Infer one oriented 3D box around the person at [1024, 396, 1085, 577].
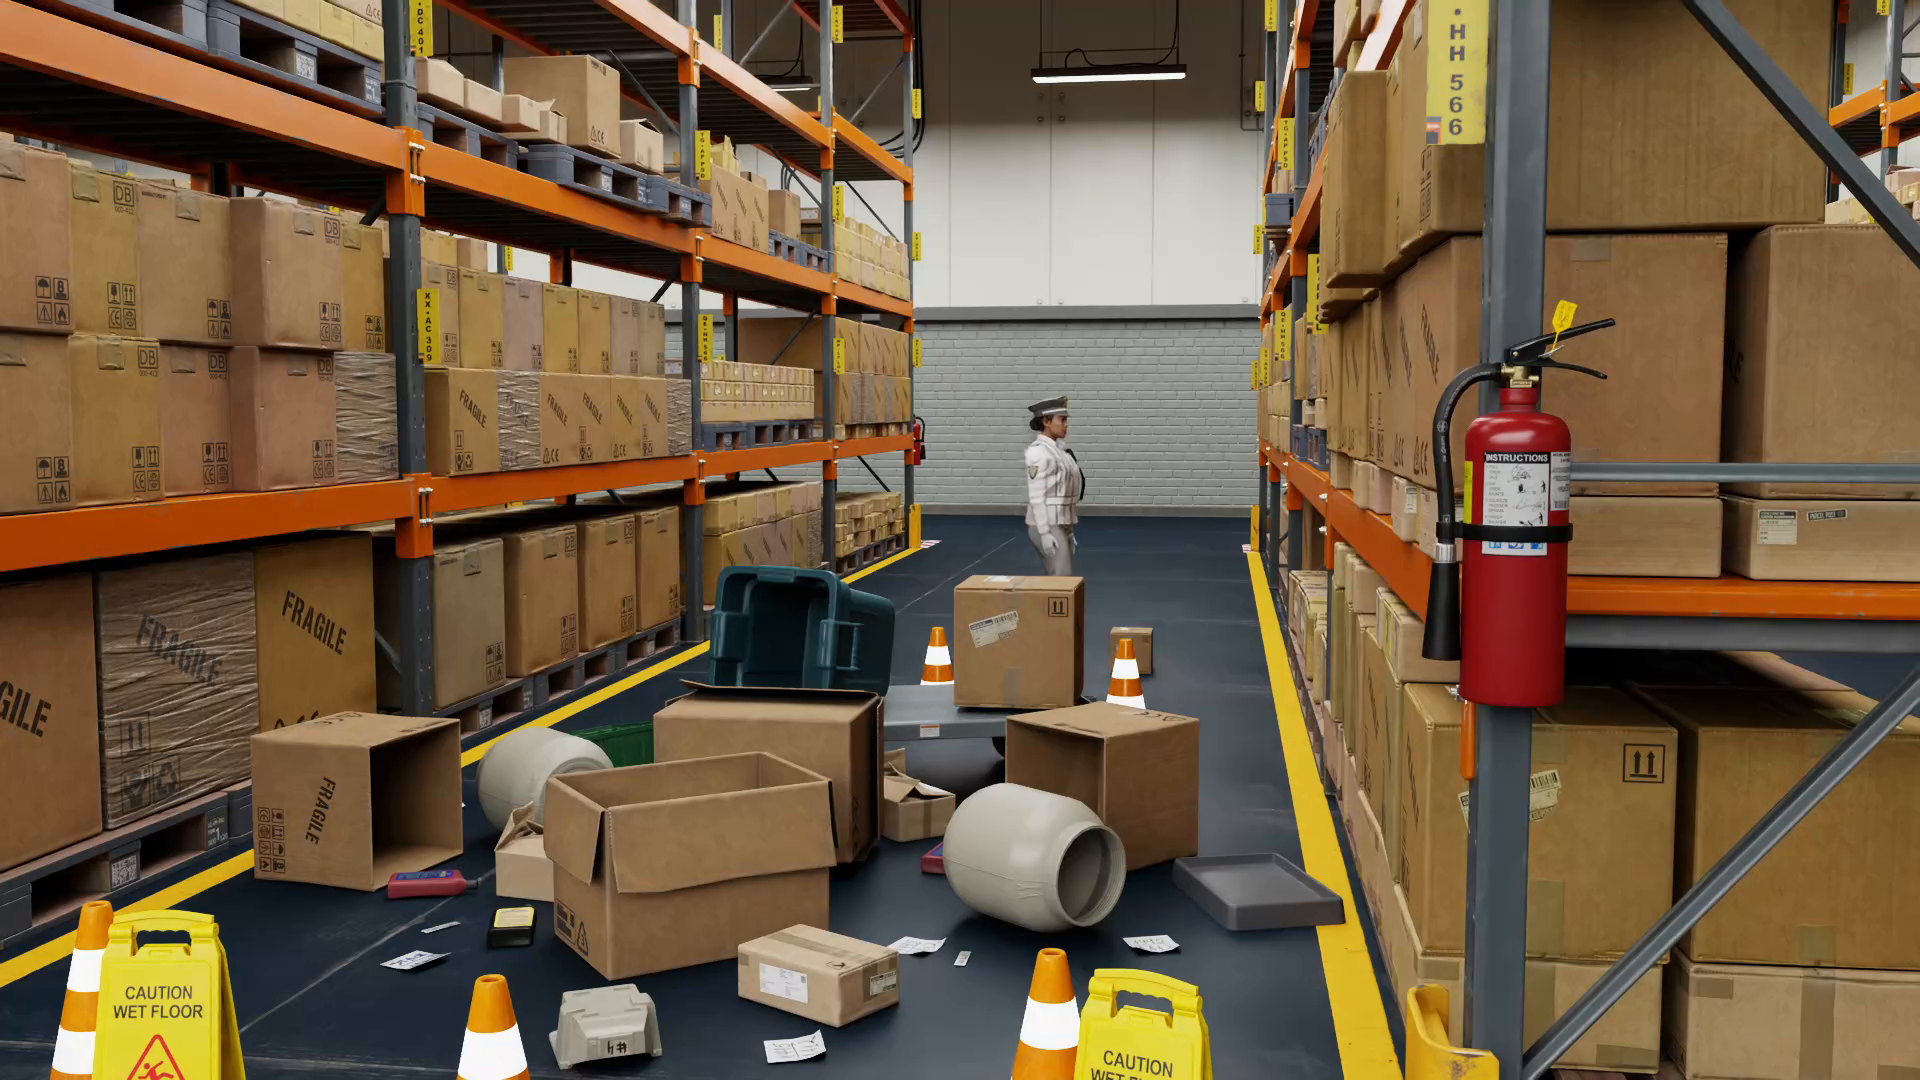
[{"bbox_3d":[0.585,-0.032,10.263,0.364,1.712,0.505,2,5,24],"label":"person"}]
